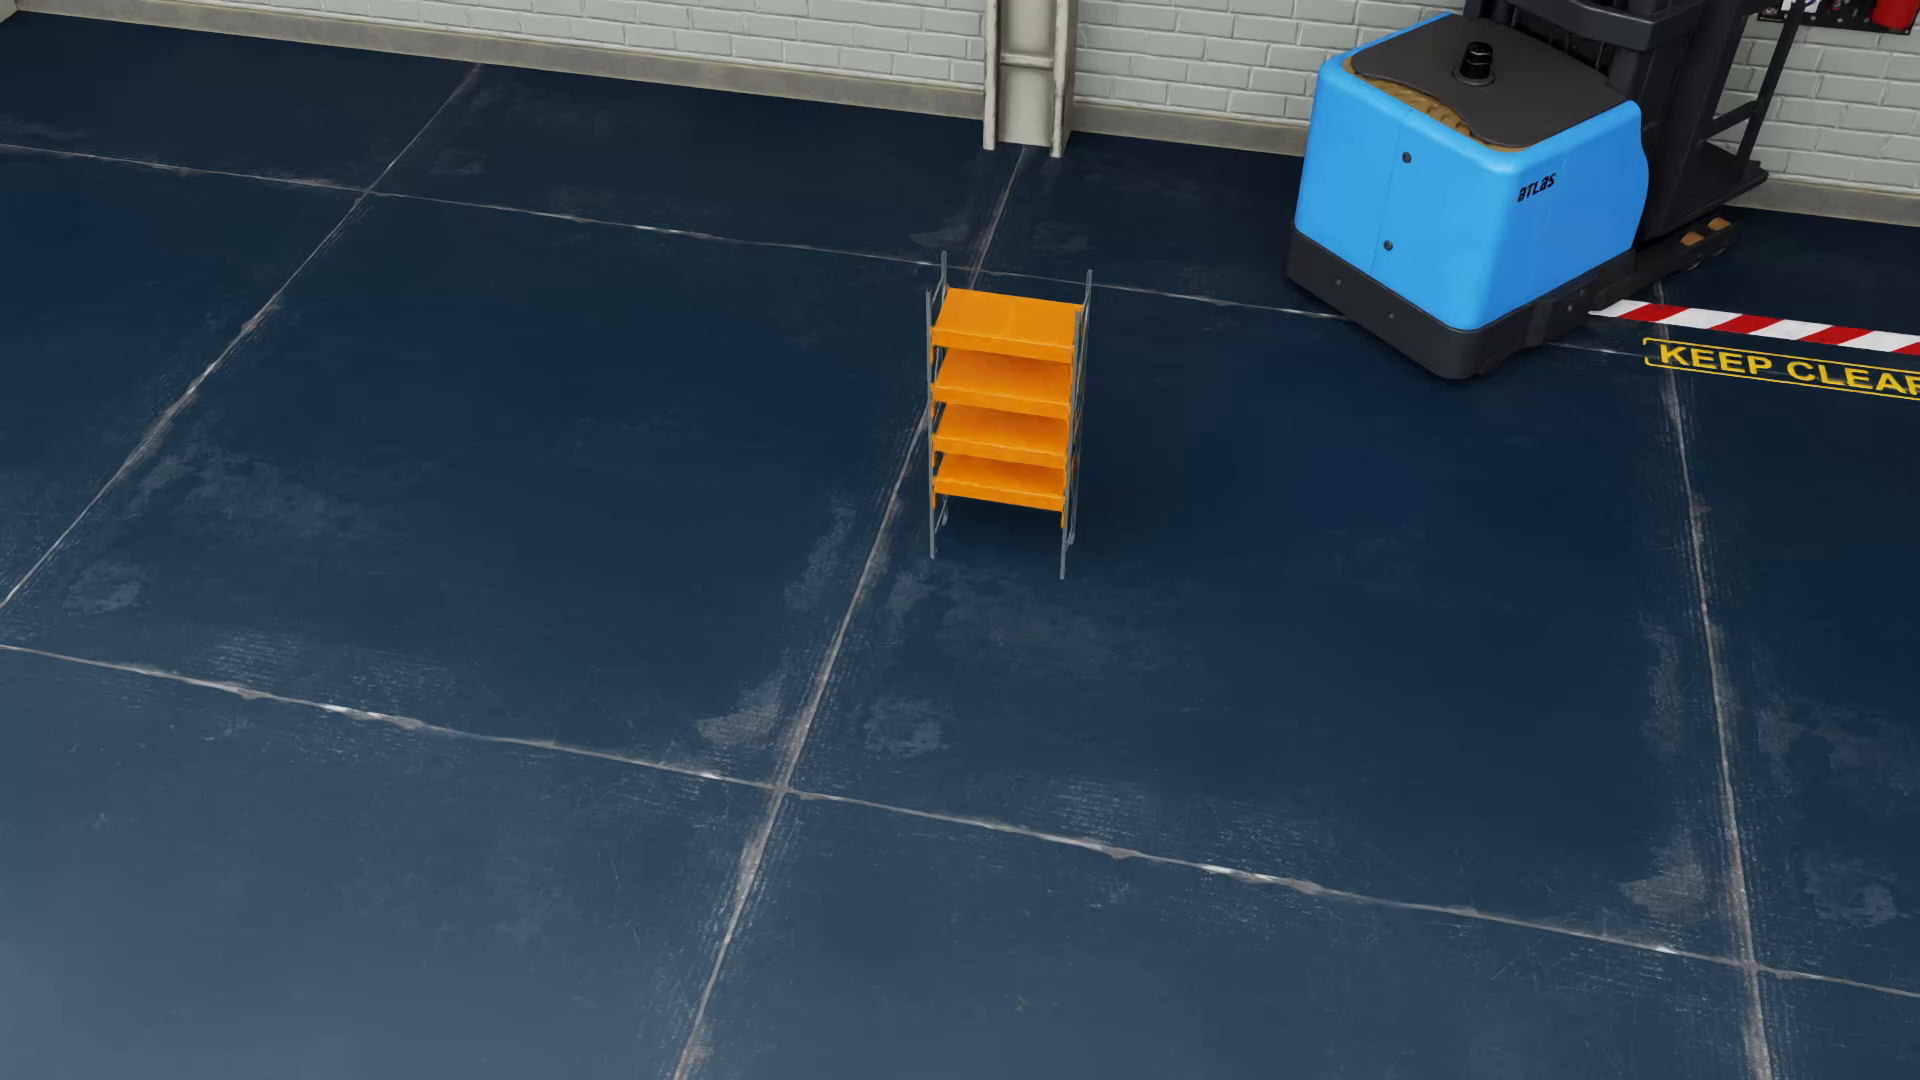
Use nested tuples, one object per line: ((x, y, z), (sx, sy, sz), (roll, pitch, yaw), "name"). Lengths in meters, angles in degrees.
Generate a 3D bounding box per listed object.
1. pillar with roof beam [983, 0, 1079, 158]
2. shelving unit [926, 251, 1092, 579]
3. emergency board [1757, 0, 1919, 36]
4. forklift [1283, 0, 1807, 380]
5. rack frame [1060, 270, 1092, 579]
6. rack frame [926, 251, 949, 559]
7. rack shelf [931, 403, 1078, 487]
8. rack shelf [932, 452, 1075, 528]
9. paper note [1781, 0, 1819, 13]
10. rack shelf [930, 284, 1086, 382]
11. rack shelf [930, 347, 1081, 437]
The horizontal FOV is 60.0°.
((-0.599, -2.350, 2.202), (0.400, 9.000, 9.100), (9, 45, 9), "pillar with roof beam")
((0.162, -0.407, 5.808), (0.503, 1.200, 0.258), (9, 45, 9), "shelving unit")
((3.793, -2.593, 6.781), (0.643, 1.169, 0.194), (9, 45, 9), "emergency board")
((2.924, -2.548, 6.784), (3.031, 2.935, 1.130), (-27, 50, -25), "forklift")
((0.400, -0.370, 5.769), (0.015, 1.200, 0.240), (9, 45, 9), "rack frame")
((-0.077, -0.444, 5.846), (0.015, 1.200, 0.240), (9, 45, 9), "rack frame")
((0.162, -0.359, 5.855), (0.480, 0.148, 0.258), (9, 45, 9), "rack shelf")
((0.162, -0.216, 5.992), (0.480, 0.148, 0.258), (9, 45, 9), "rack shelf")
((3.635, -2.349, 7.163), (0.142, 0.148, 0.016), (9, 45, 9), "paper note")
((0.162, -0.690, 5.535), (0.480, 0.148, 0.258), (9, 45, 9), "rack shelf")
((0.162, -0.520, 5.699), (0.480, 0.148, 0.258), (9, 45, 9), "rack shelf")
